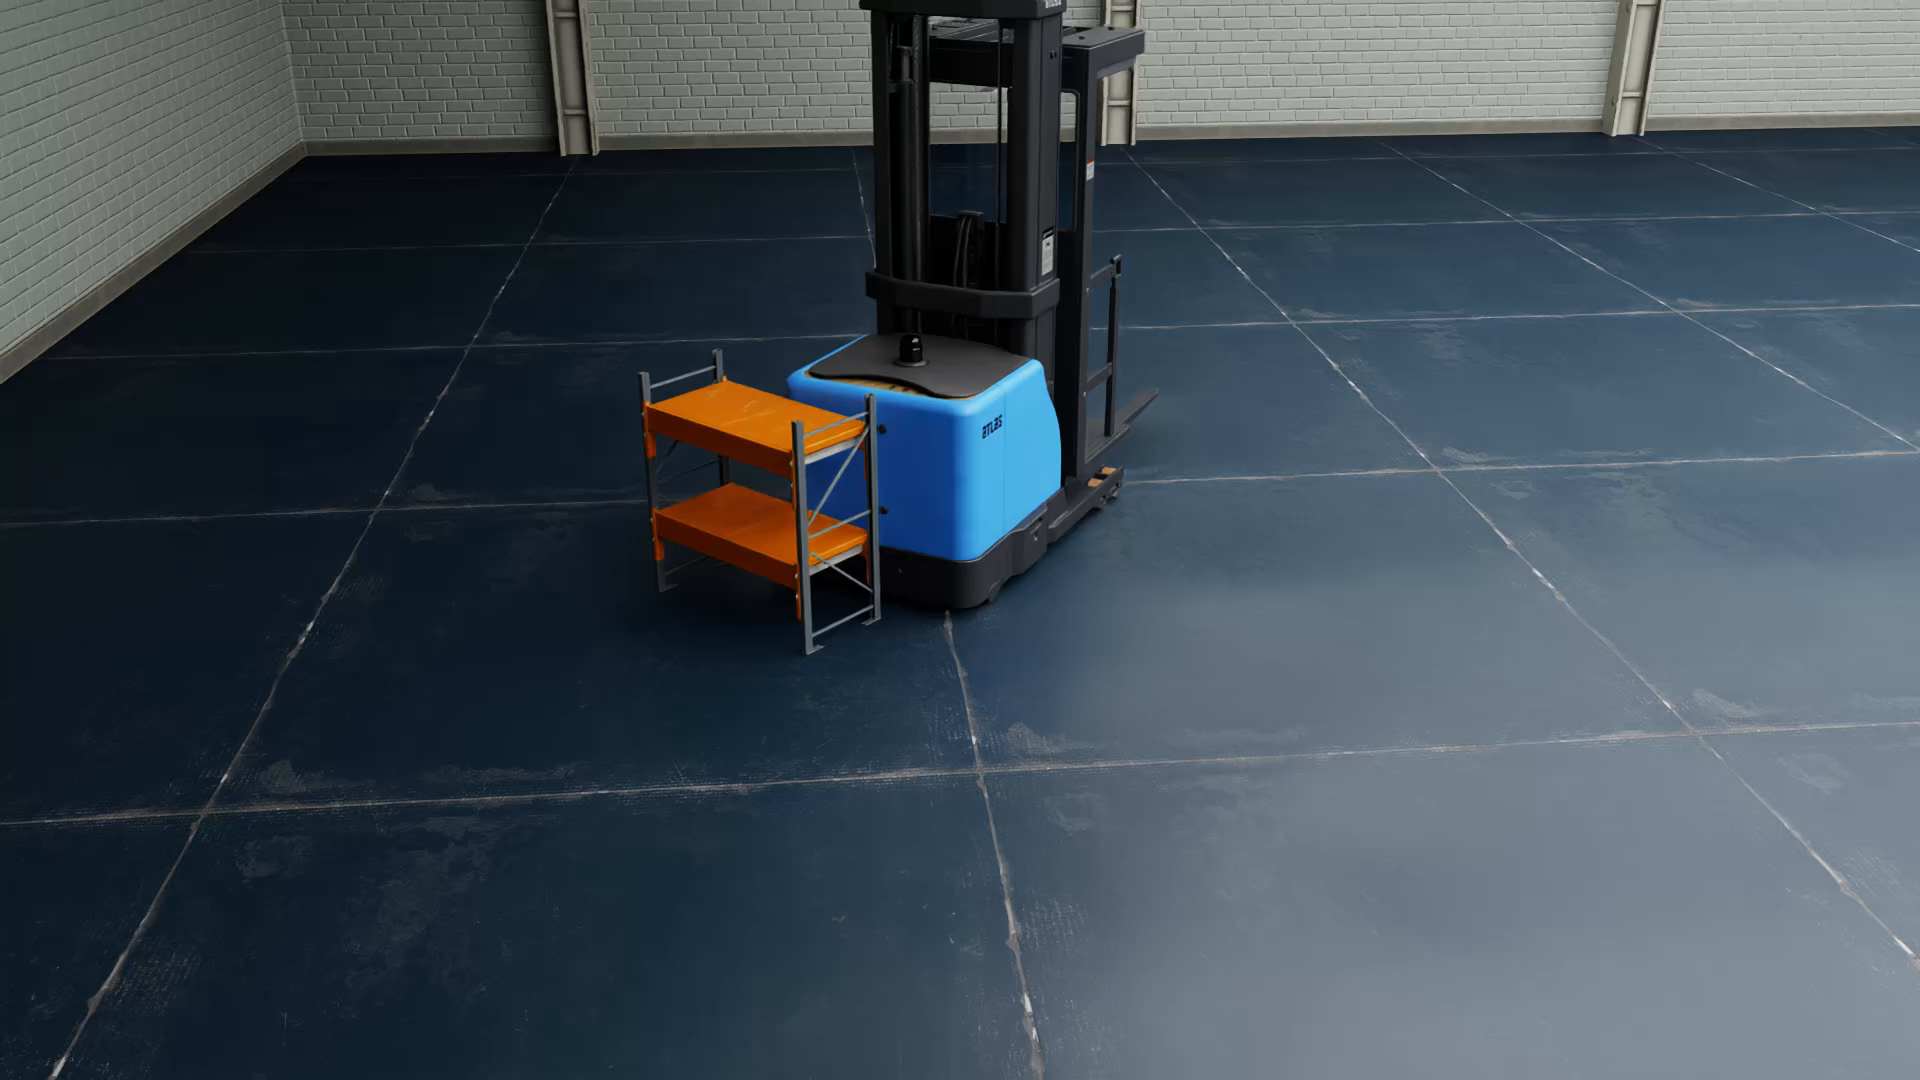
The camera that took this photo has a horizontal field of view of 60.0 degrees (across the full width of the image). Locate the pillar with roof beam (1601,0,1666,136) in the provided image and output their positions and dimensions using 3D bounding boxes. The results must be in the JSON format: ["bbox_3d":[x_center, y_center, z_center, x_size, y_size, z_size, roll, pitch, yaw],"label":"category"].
[{"bbox_3d":[8.167,-7.131,13.715,0.400,9.000,9.100,-2,24,-5],"label":"pillar with roof beam"}]

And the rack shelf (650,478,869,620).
[{"bbox_3d":[-0.937,0.024,7.914,1.000,0.278,0.538,19,30,36],"label":"rack shelf"}]

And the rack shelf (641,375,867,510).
[{"bbox_3d":[-0.937,-0.467,7.696,1.000,0.278,0.538,19,30,36],"label":"rack shelf"}]

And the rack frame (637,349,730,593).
[{"bbox_3d":[-1.325,-0.333,8.115,0.032,1.125,0.500,19,30,36],"label":"rack frame"}]

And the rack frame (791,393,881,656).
[{"bbox_3d":[-0.550,-0.066,7.514,0.032,1.125,0.500,19,30,36],"label":"rack frame"}]

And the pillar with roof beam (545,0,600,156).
[{"bbox_3d":[-3.775,-6.652,12.637,0.400,9.000,9.100,-2,24,-5],"label":"pillar with roof beam"}]

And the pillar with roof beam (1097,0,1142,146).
[{"bbox_3d":[2.196,-6.892,13.176,0.400,9.000,9.100,-2,24,-5],"label":"pillar with roof beam"}]

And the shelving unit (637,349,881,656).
[{"bbox_3d":[-0.937,-0.200,7.815,1.048,1.125,0.538,19,30,36],"label":"shelving unit"}]

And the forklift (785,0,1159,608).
[{"bbox_3d":[0.263,-1.582,8.701,1.130,2.935,3.031,11,26,24],"label":"forklift"}]
